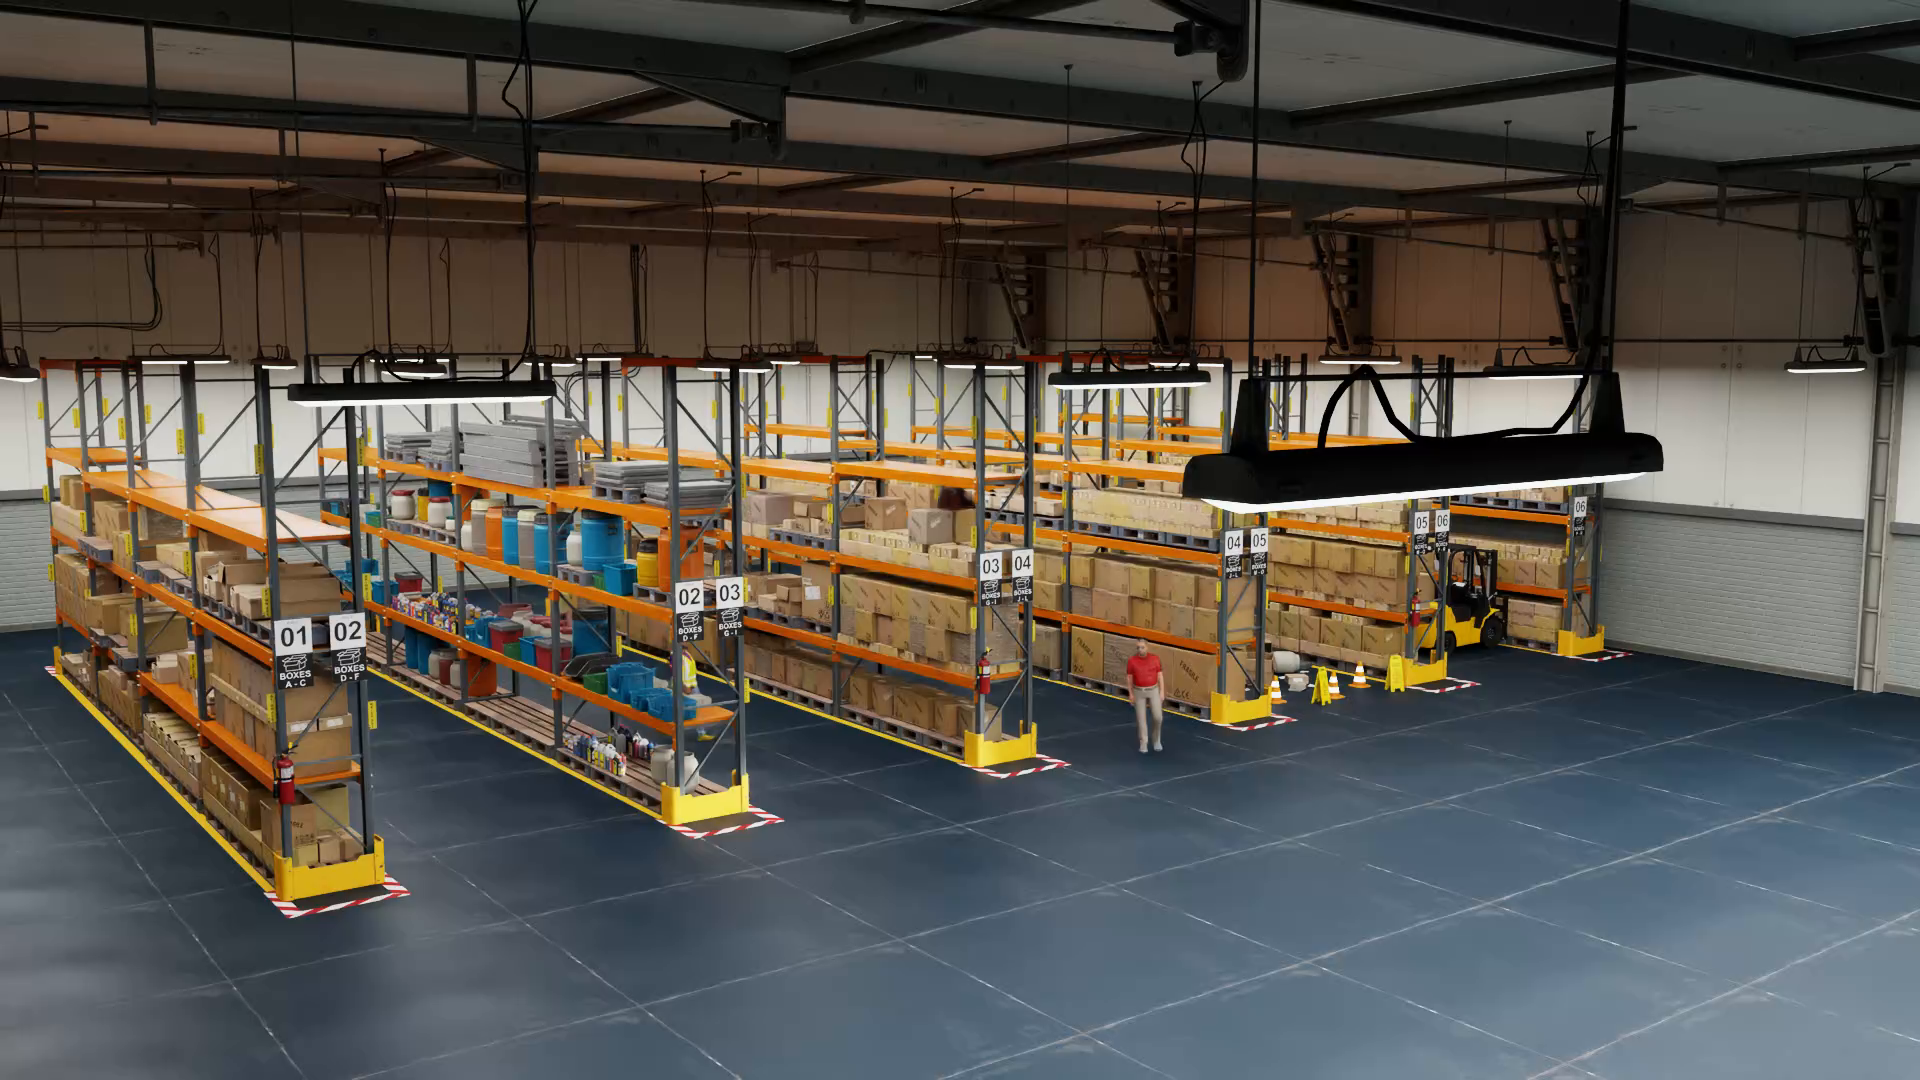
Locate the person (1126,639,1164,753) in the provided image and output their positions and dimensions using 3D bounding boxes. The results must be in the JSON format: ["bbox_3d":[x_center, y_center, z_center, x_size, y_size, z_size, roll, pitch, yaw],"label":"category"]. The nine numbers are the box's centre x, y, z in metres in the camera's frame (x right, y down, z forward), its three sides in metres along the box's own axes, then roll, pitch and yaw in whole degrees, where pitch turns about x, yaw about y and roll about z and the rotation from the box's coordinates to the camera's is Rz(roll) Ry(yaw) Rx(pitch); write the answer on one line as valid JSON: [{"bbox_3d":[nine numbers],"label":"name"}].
[{"bbox_3d":[2.870,2.412,25.683,0.598,1.782,0.366,0,7,-2],"label":"person"}]

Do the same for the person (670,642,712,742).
[{"bbox_3d":[-4.307,2.338,26.328,0.814,1.721,0.647,4,8,32],"label":"person"}]

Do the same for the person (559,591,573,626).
[{"bbox_3d":[-8.055,1.491,33.828,0.515,1.601,0.911,-5,8,-35],"label":"person"}]
